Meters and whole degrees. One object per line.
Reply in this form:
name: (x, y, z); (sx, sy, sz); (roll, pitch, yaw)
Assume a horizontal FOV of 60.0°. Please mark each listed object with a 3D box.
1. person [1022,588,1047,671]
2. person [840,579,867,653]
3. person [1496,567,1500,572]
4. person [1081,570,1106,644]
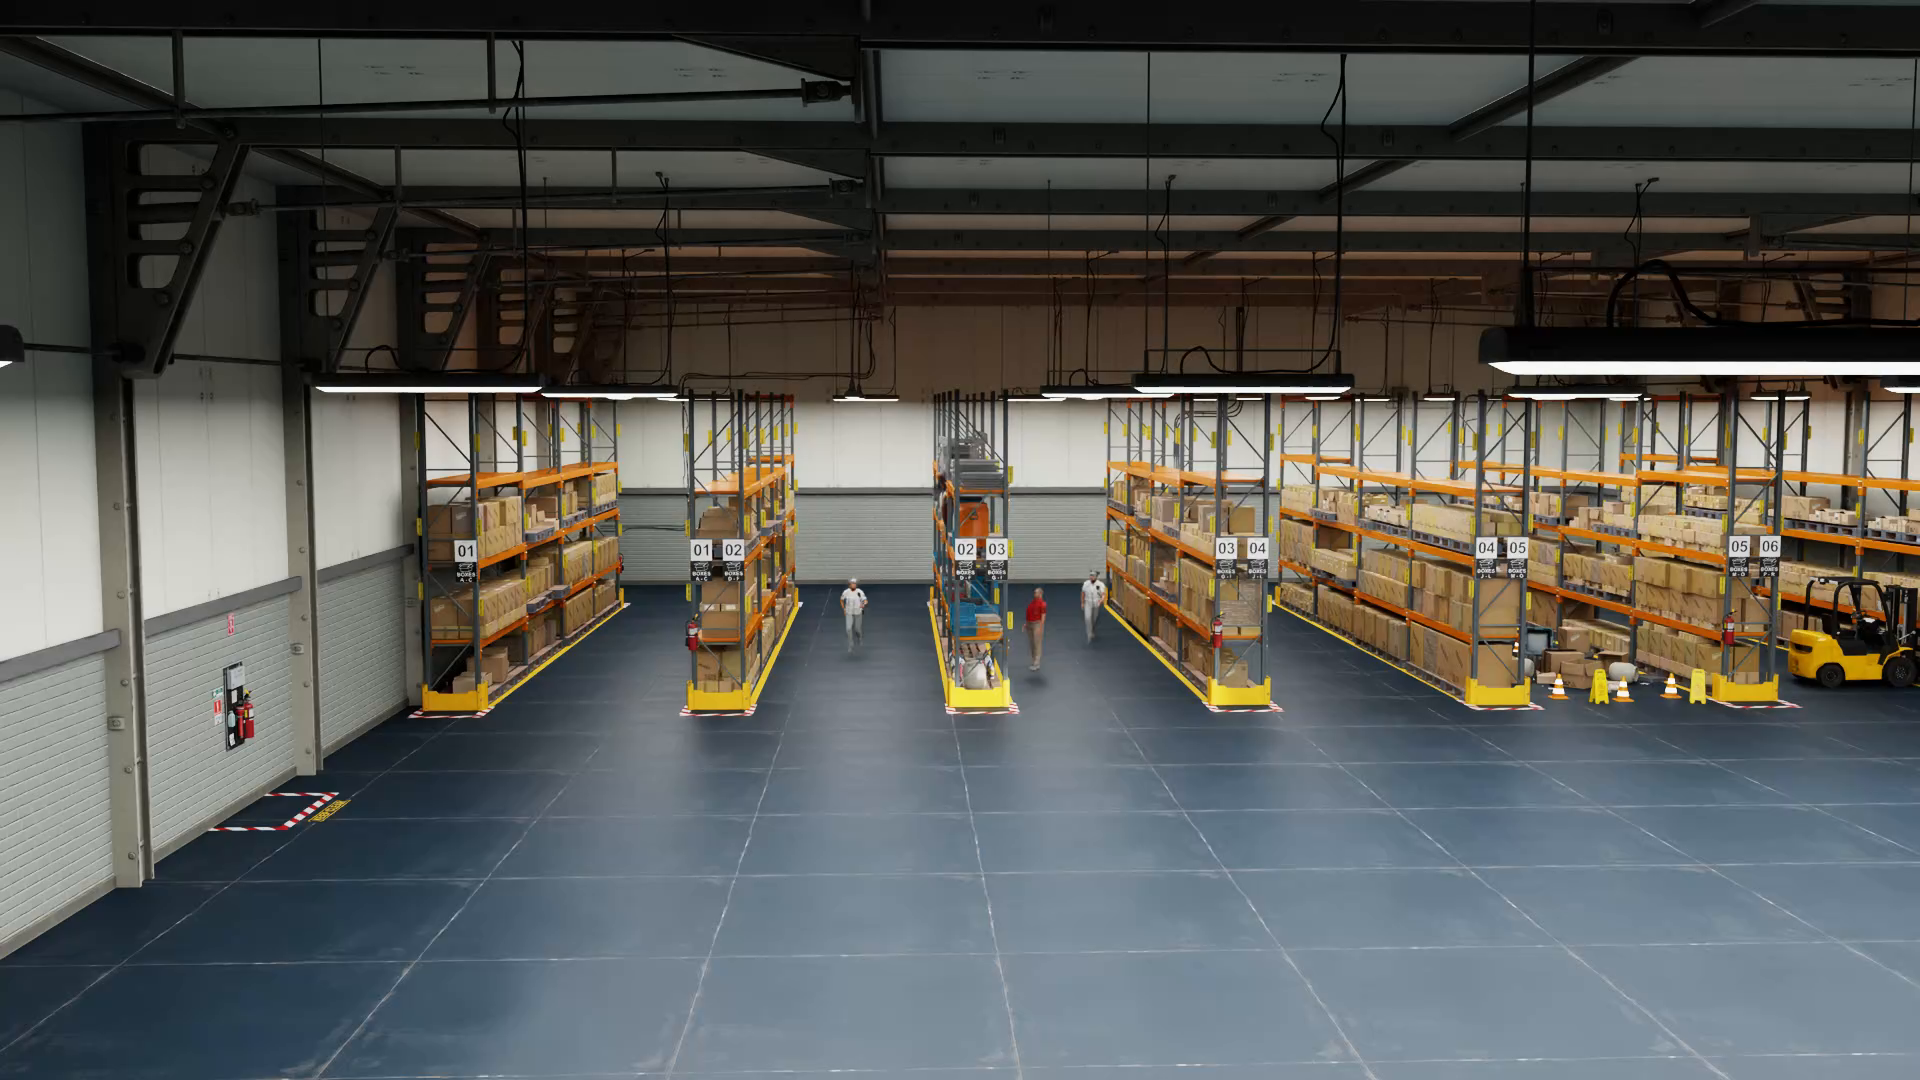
person: (1.584, 1.908, 35.799); (0.535, 1.742, 0.559); (-4, 6, -42)
person: (-2.490, 1.742, 38.675); (0.620, 1.697, 0.746); (0, 5, 3)
person: (12.958, 1.533, 40.500); (0.489, 1.791, 0.611); (3, 6, 32)
person: (3.241, 1.591, 40.244); (0.570, 1.766, 0.995); (0, 5, -1)
